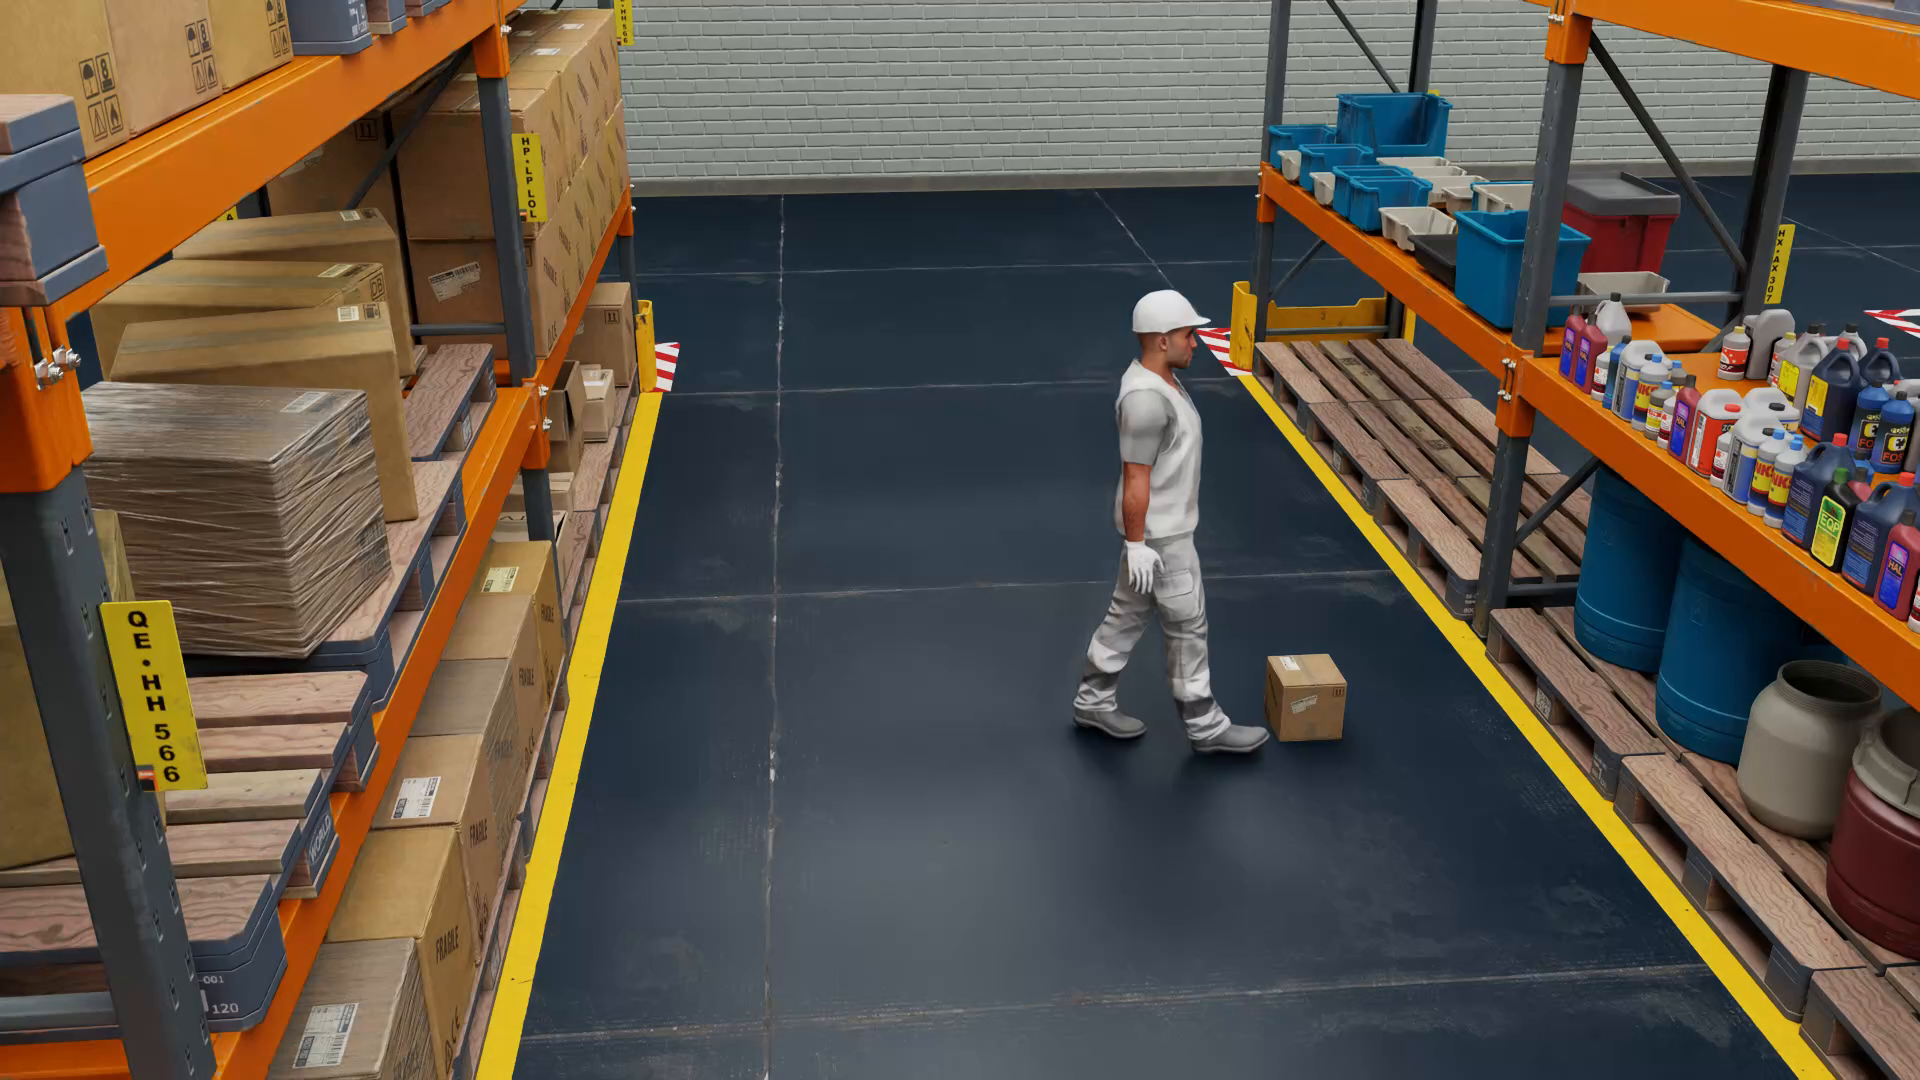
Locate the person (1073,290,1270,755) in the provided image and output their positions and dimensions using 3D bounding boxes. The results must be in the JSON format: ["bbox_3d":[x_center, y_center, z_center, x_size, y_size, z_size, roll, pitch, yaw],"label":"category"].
[{"bbox_3d":[0.820,-0.043,6.168,0.763,1.774,0.589,3,24,7],"label":"person"}]
